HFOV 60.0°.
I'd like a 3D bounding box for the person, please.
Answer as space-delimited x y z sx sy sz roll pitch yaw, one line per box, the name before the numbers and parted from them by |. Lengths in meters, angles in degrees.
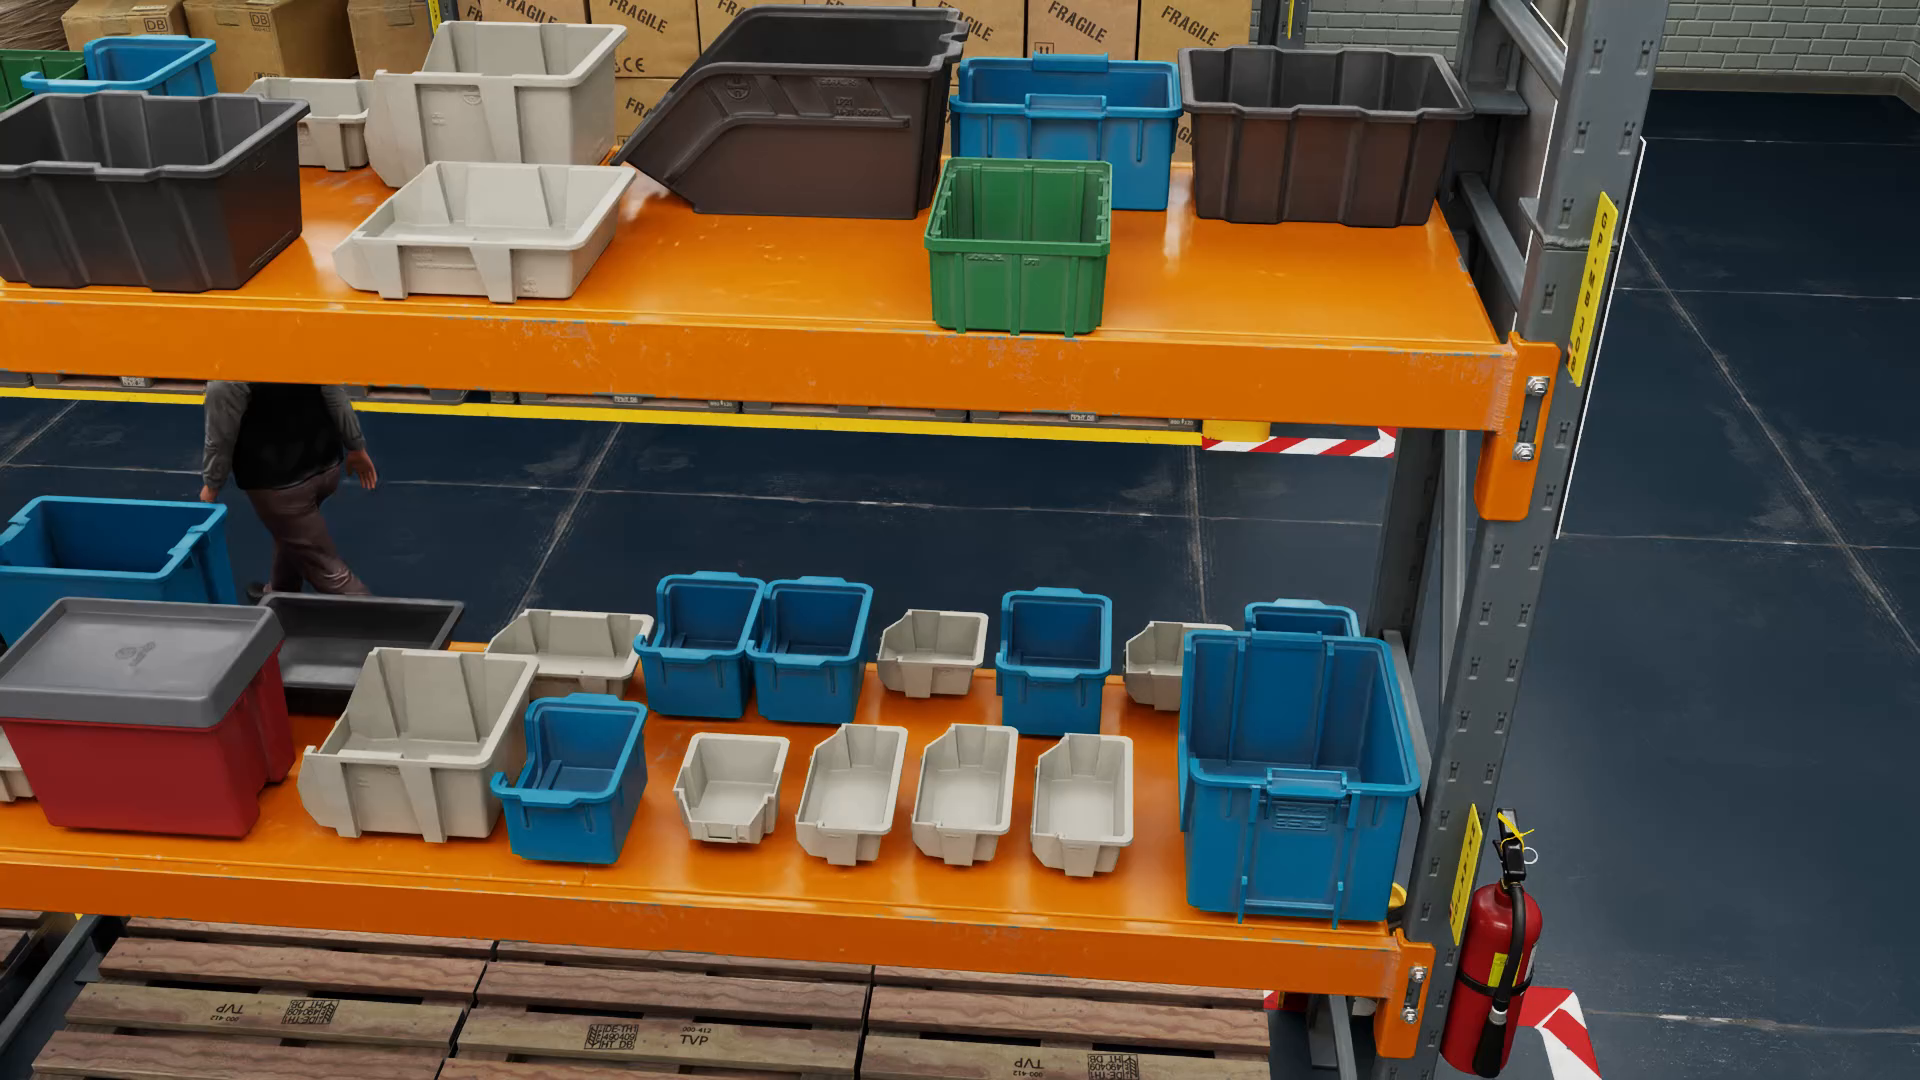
person | -2.689 -0.274 6.617 1.053 1.677 0.575 14 34 21
